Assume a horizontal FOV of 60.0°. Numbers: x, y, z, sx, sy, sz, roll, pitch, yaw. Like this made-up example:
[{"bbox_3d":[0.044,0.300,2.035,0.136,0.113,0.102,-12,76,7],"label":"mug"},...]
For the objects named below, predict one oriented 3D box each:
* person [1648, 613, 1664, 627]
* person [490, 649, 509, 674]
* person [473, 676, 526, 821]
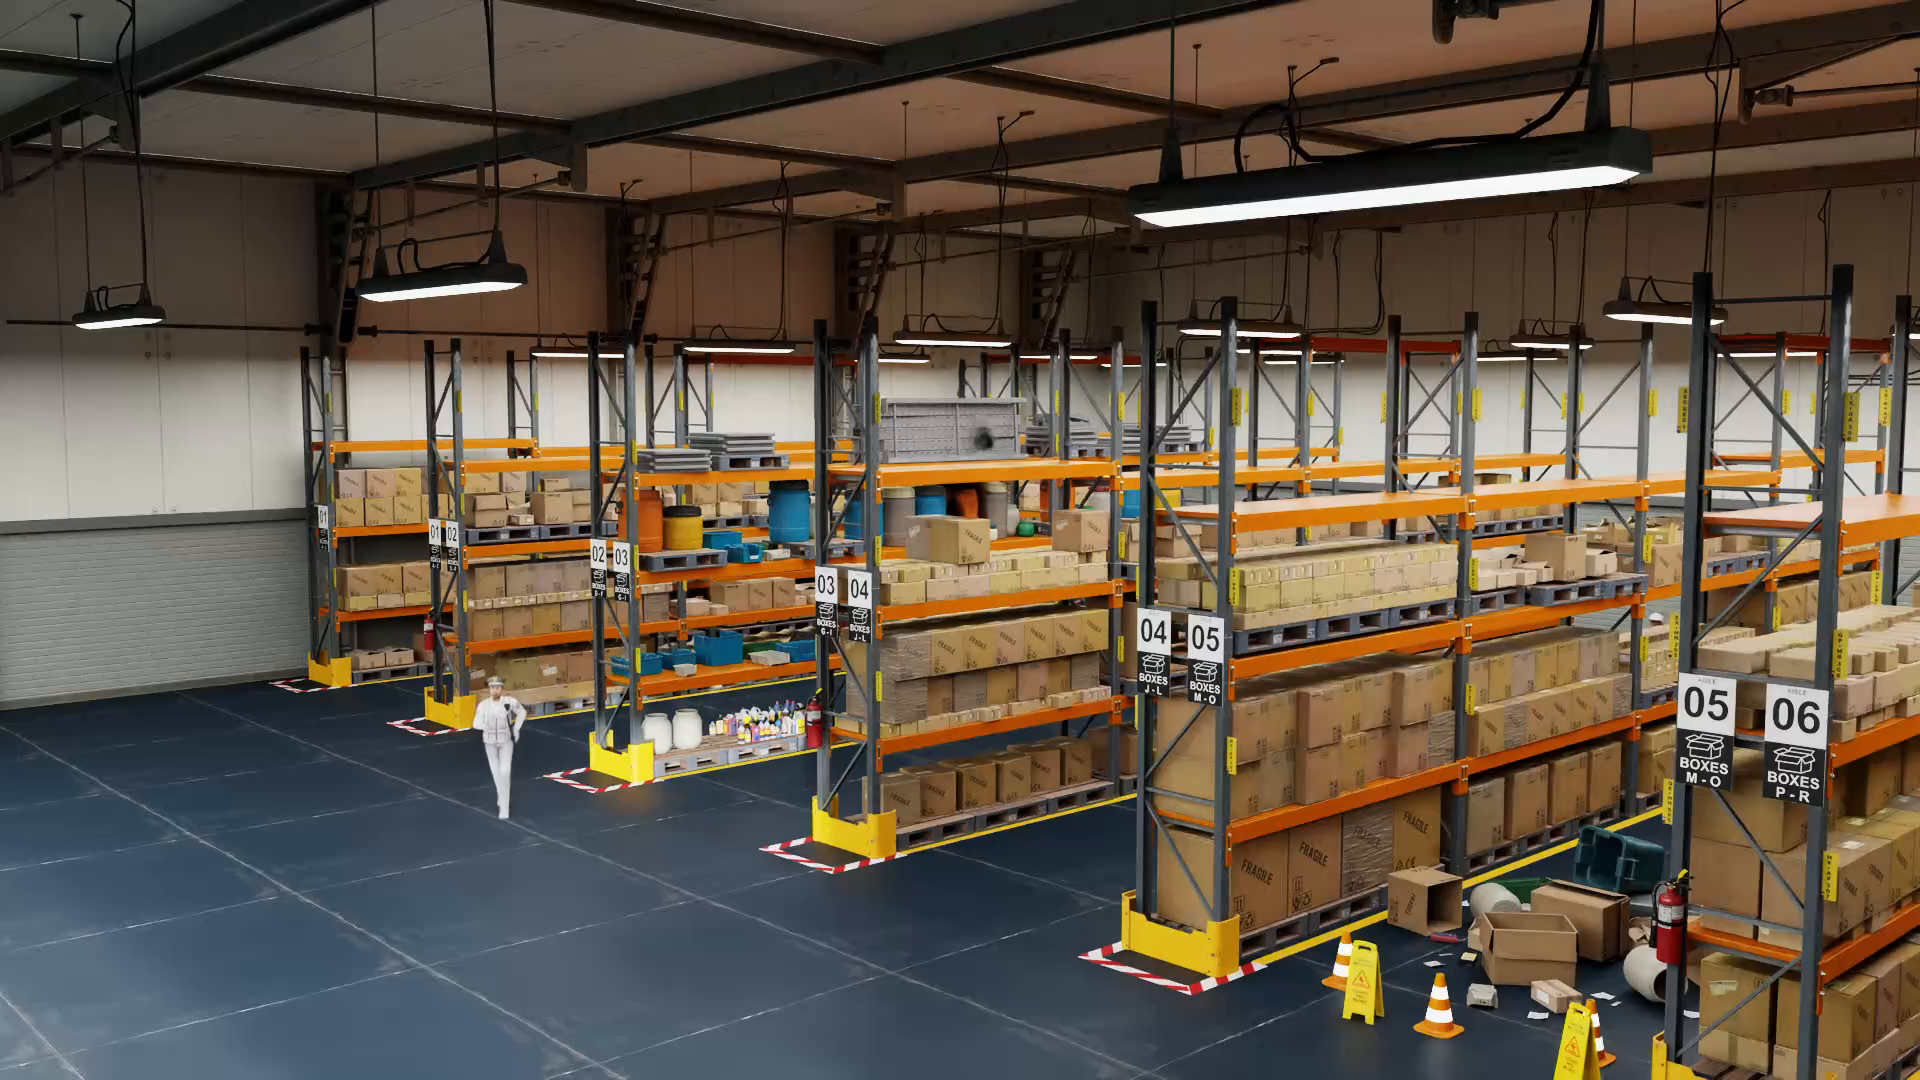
[{"bbox_3d":[10.708,1.999,25.659,0.972,1.763,0.696,-4,7,-41],"label":"person"},{"bbox_3d":[-7.827,1.807,28.307,0.632,1.735,0.714,-5,7,-42],"label":"person"},{"bbox_3d":[-5.668,2.526,20.457,0.598,1.754,0.776,0,5,-4],"label":"person"}]
